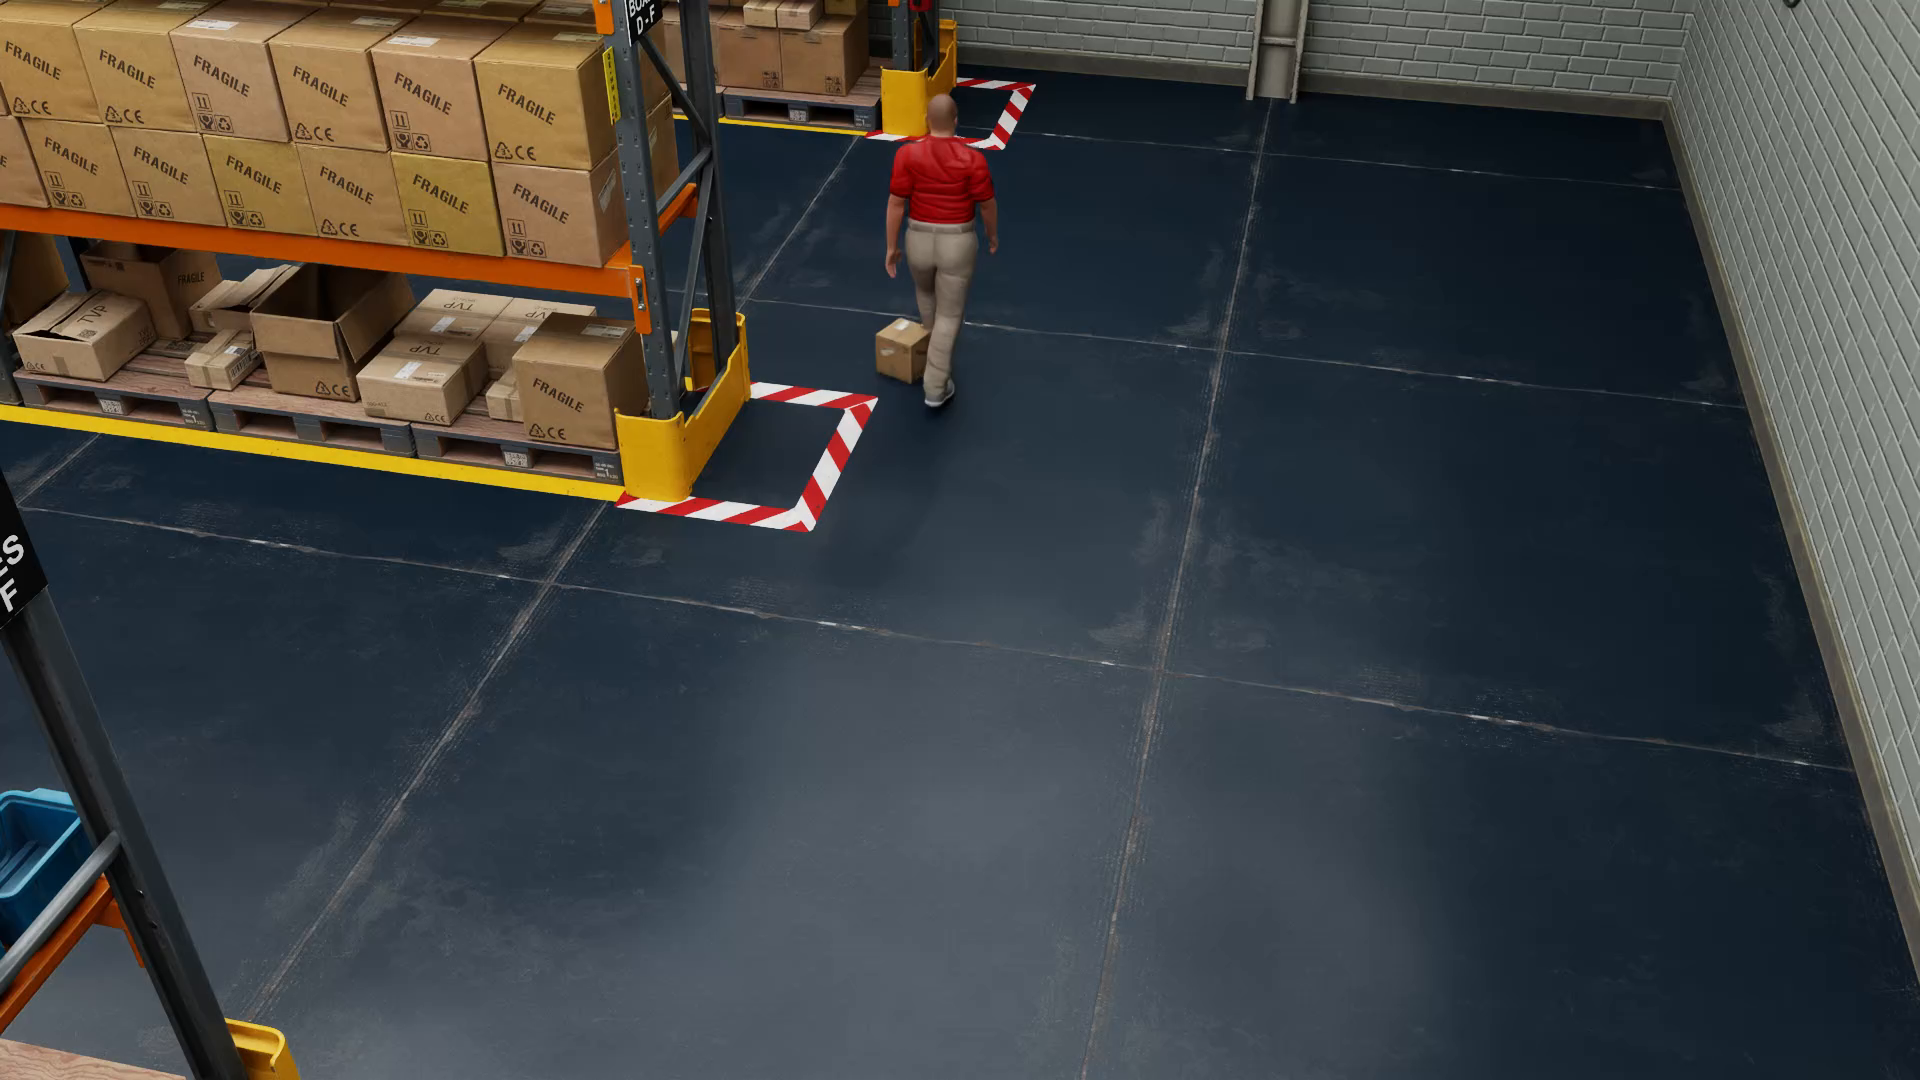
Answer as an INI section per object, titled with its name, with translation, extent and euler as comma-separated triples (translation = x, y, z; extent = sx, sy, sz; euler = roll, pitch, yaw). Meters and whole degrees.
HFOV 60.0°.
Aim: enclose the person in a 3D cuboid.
[person]
translation = -0.099, -1.661, 9.144
extent = 0.578, 1.602, 0.786
euler = 9, 37, 12
